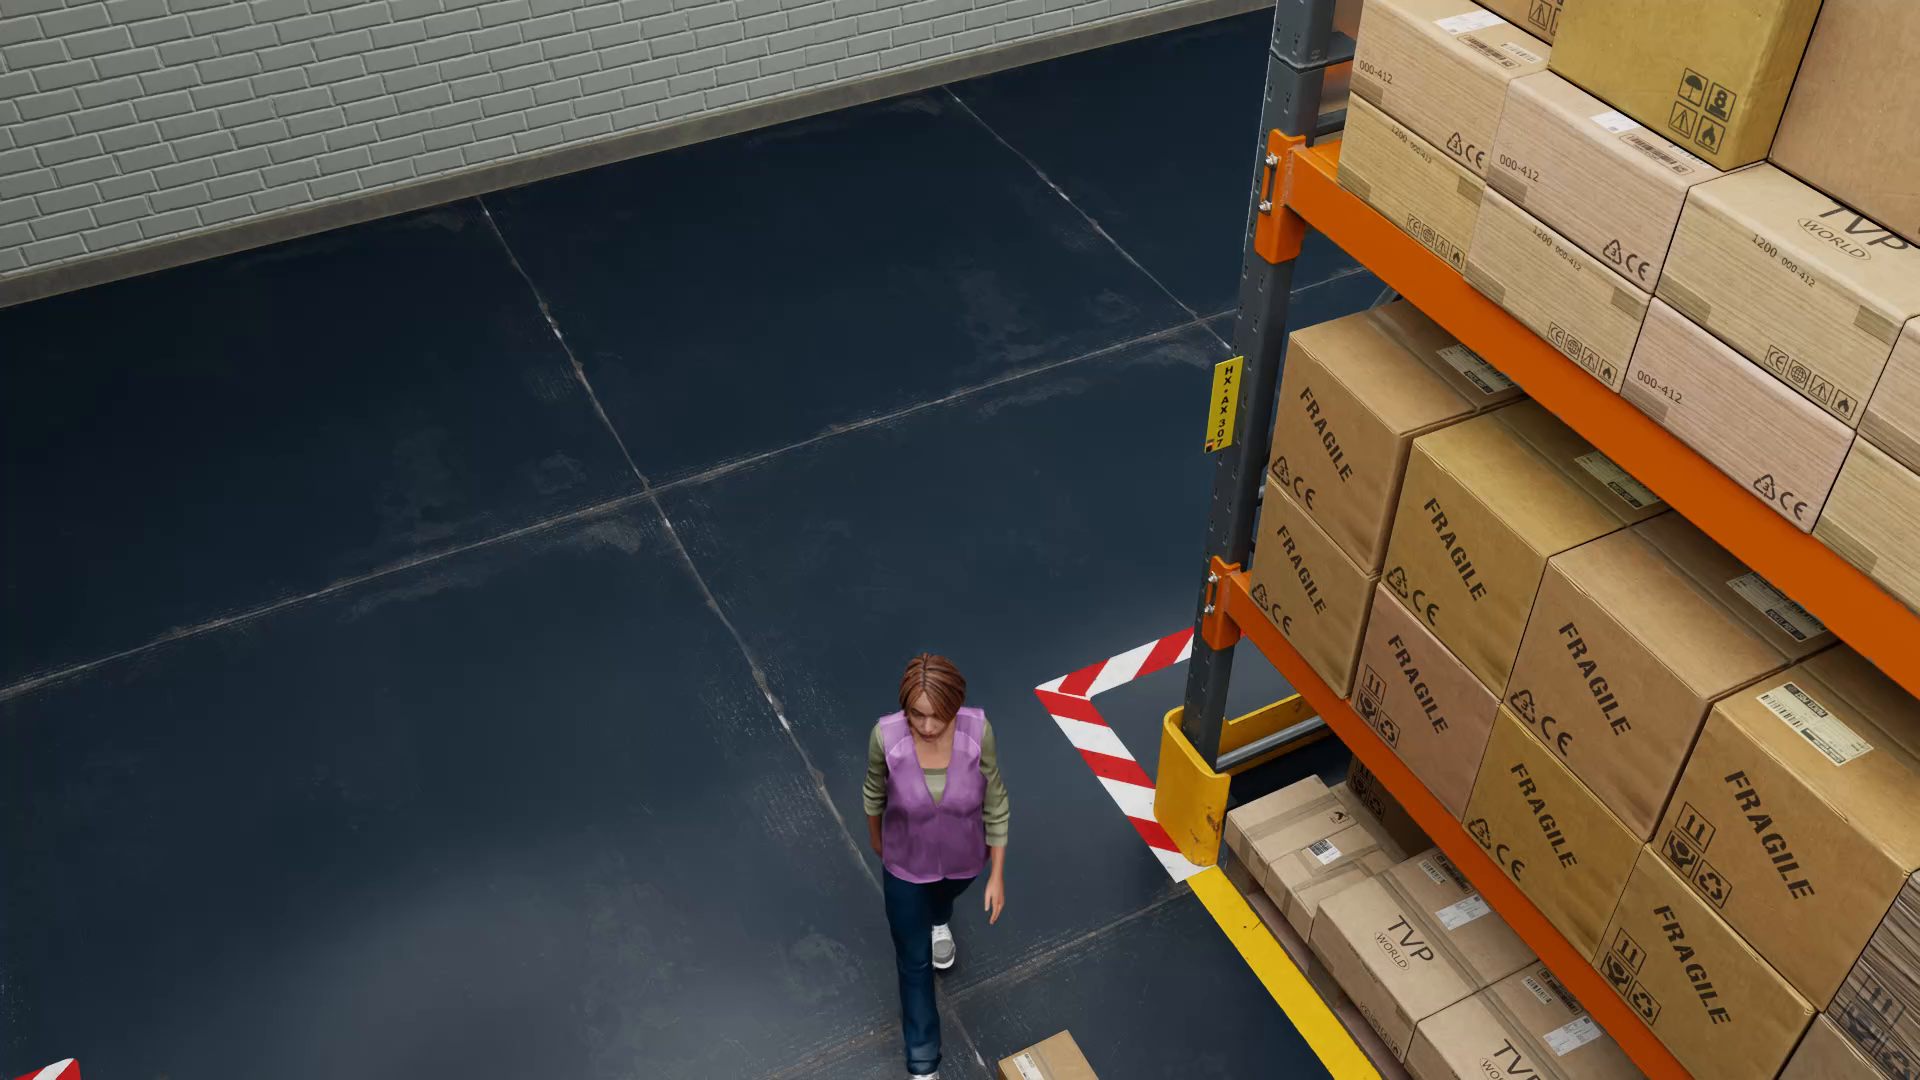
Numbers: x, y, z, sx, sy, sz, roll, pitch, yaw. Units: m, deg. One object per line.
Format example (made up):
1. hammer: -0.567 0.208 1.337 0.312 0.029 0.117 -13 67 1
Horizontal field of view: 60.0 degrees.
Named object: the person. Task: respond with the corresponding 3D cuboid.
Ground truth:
1. person: -0.049 1.010 5.034 0.417 1.548 0.897 -8 43 -9
